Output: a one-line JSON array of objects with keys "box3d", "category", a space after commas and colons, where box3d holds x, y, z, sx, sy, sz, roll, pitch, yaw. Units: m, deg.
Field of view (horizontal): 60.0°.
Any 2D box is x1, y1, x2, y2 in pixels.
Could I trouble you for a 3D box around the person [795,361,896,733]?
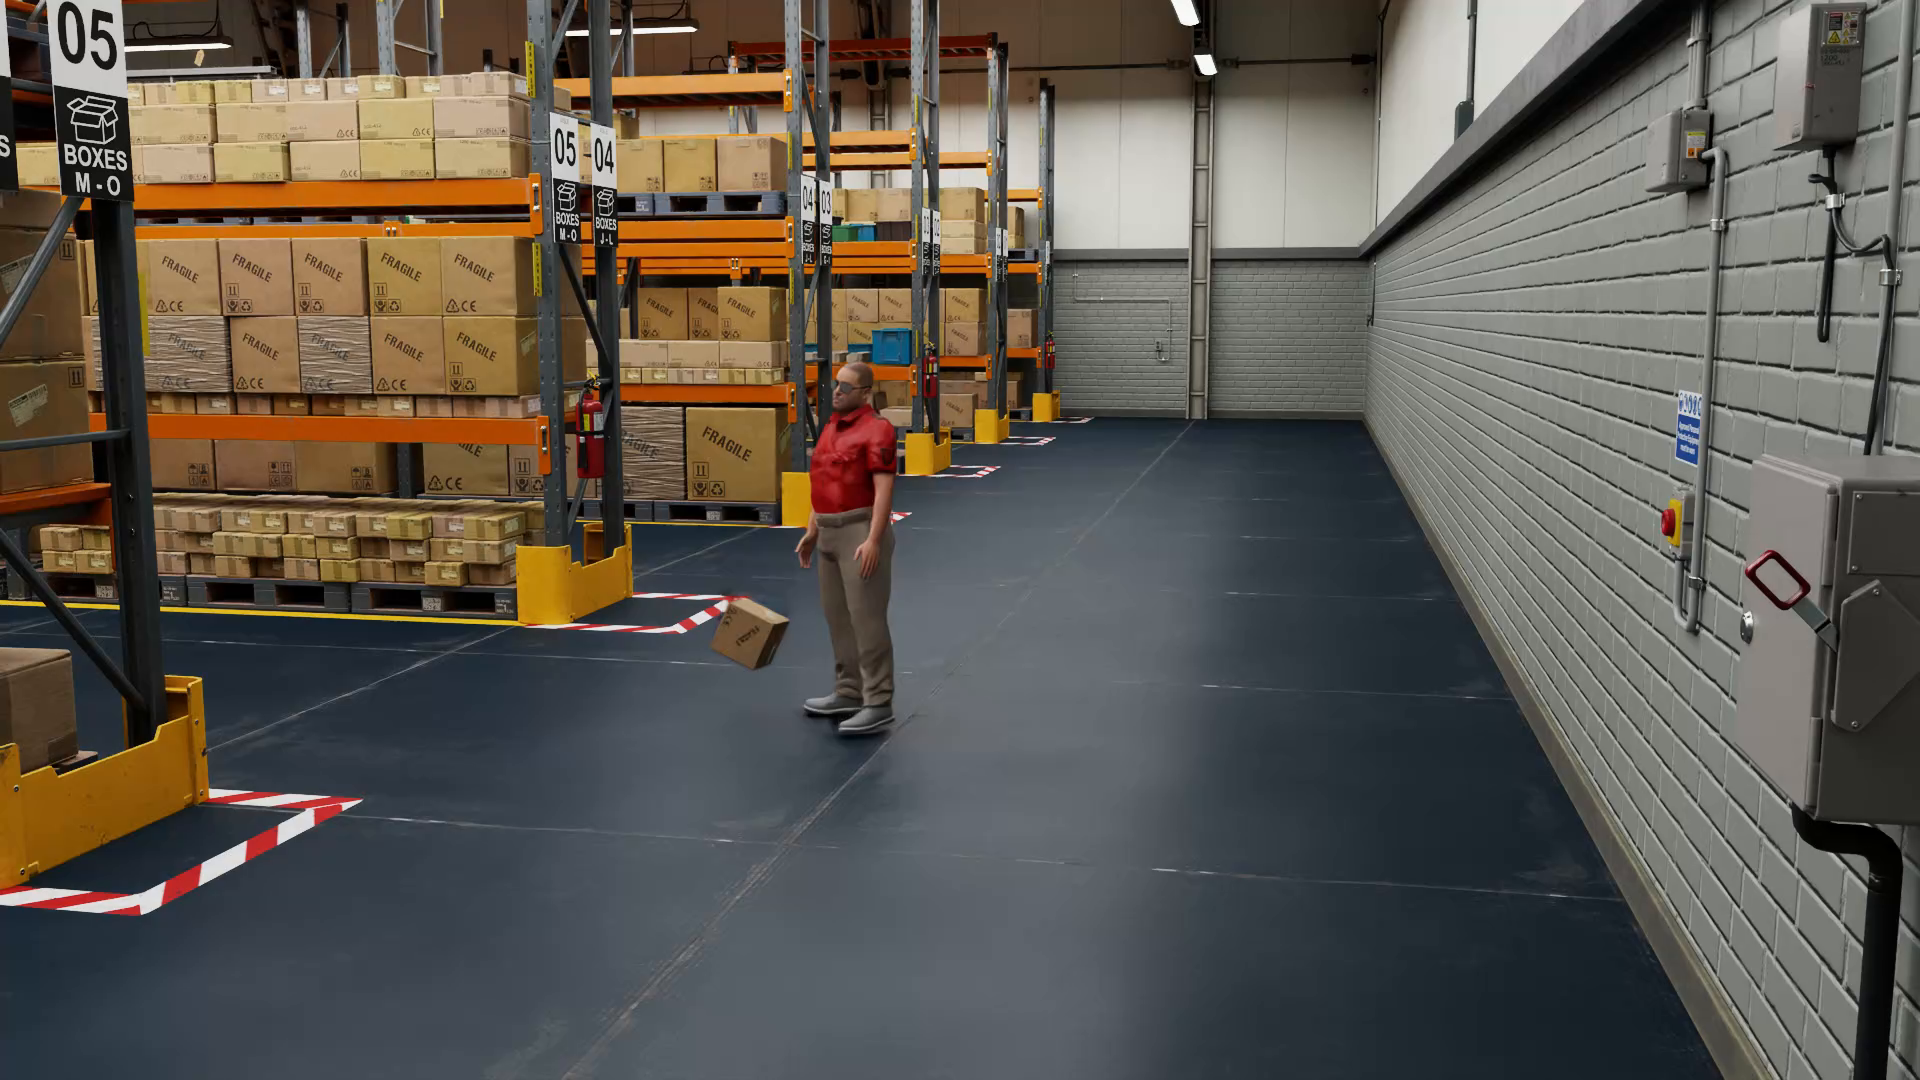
[{"box3d": [-0.541, 0.019, 7.929, 0.385, 1.736, 0.649, -6, 10, -35], "category": "person"}]
